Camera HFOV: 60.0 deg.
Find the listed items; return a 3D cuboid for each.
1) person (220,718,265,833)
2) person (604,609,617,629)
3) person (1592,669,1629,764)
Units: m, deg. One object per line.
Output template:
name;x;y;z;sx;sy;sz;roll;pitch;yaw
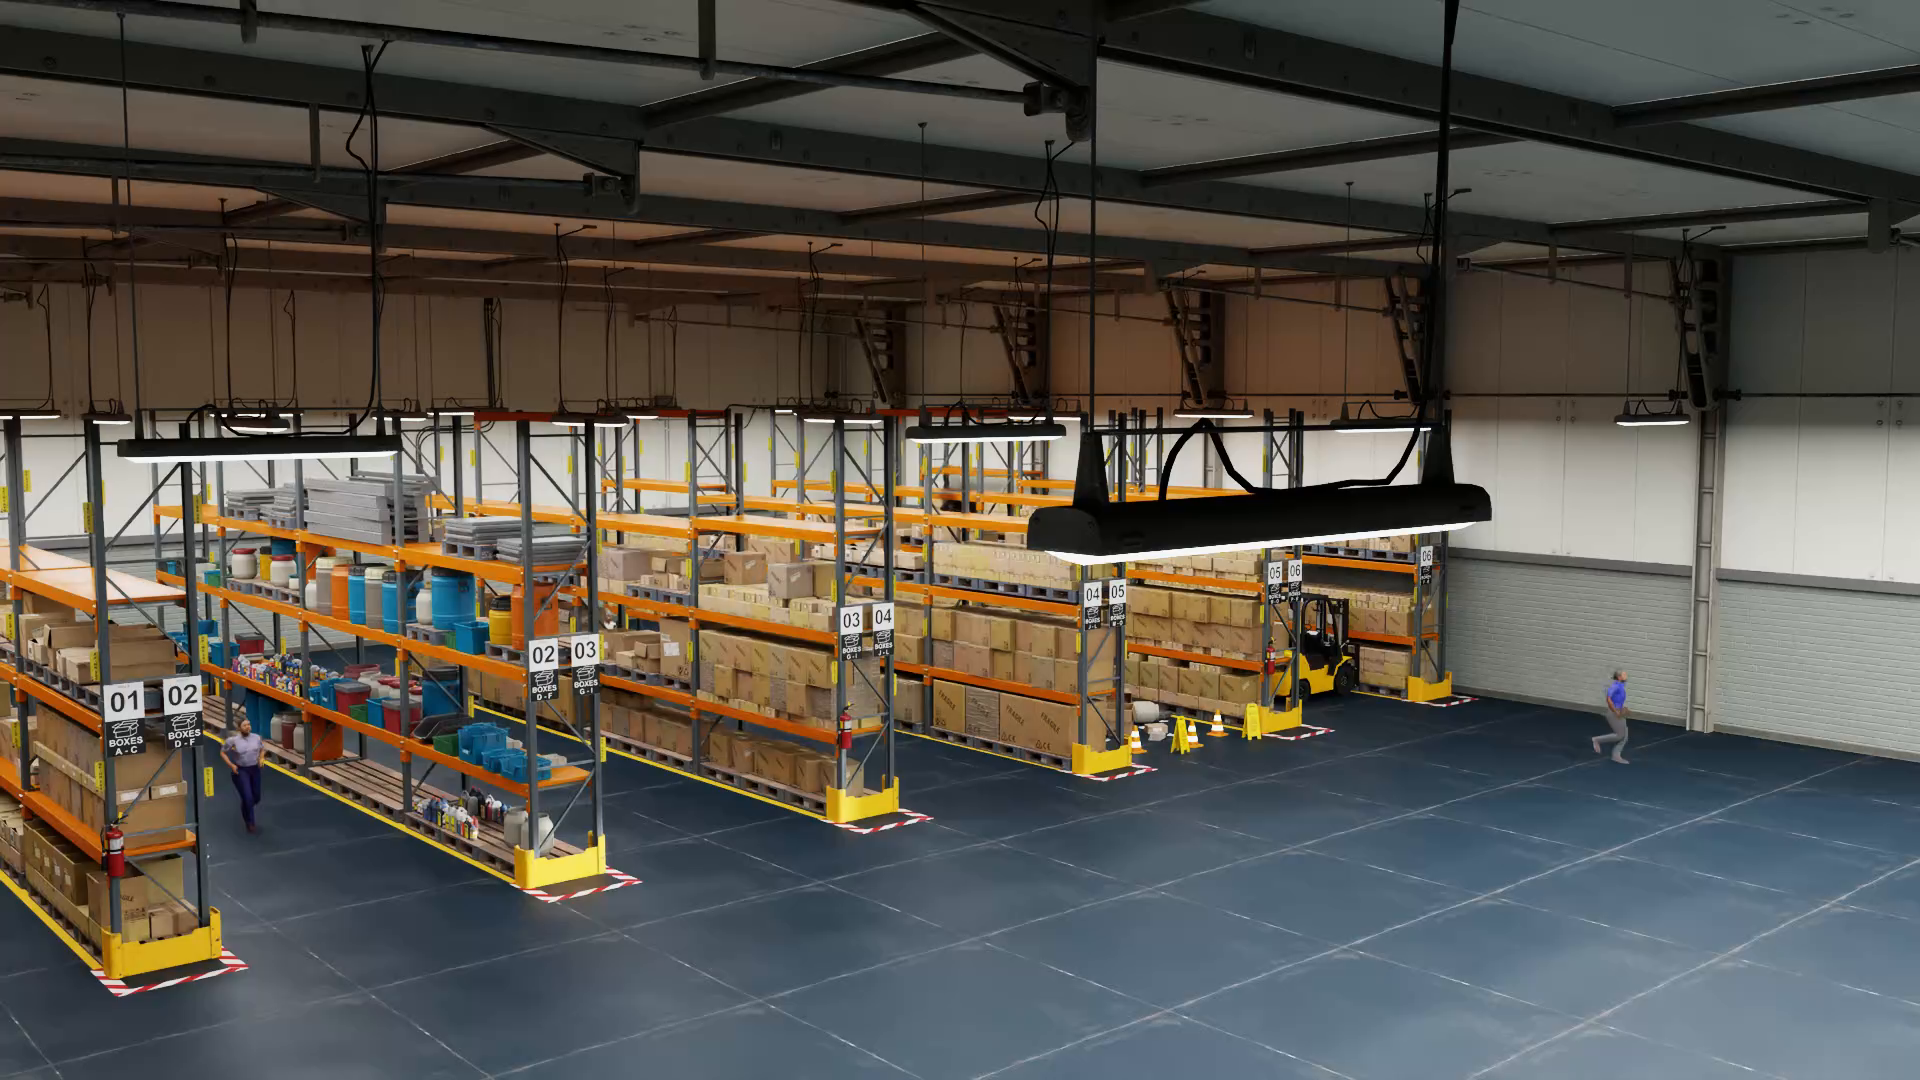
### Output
person;-10.404;3.400;24.195;0.705;1.640;0.613;5;7;43
person;-7.625;2.336;35.964;0.620;1.700;0.753;-4;7;-41
person;11.277;3.017;28.681;0.549;1.613;0.596;3;6;28
